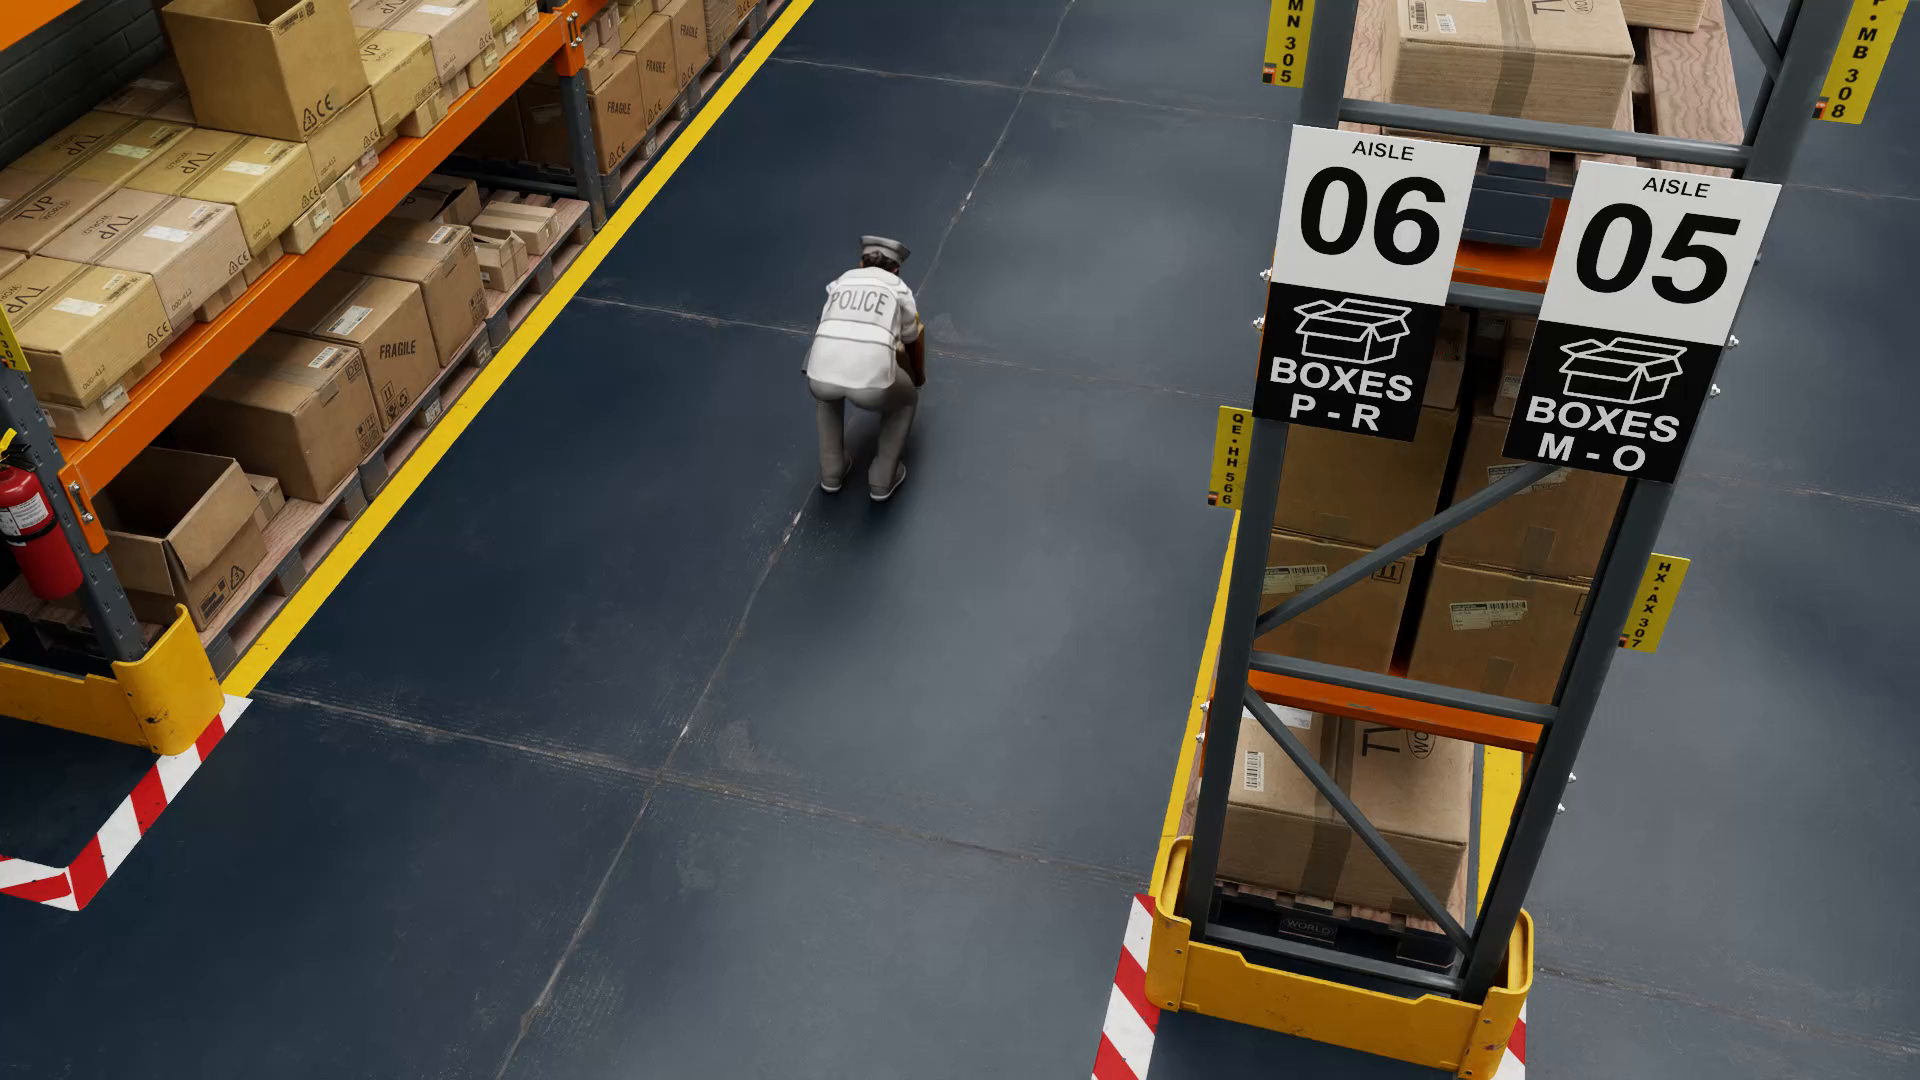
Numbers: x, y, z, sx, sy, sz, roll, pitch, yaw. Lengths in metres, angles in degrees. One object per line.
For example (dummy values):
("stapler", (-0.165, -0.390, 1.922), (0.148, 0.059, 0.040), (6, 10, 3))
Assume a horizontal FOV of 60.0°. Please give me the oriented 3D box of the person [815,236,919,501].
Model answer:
("person", (-0.402, -0.815, 7.582), (0.407, 1.015, 0.800), (8, 42, 9))
